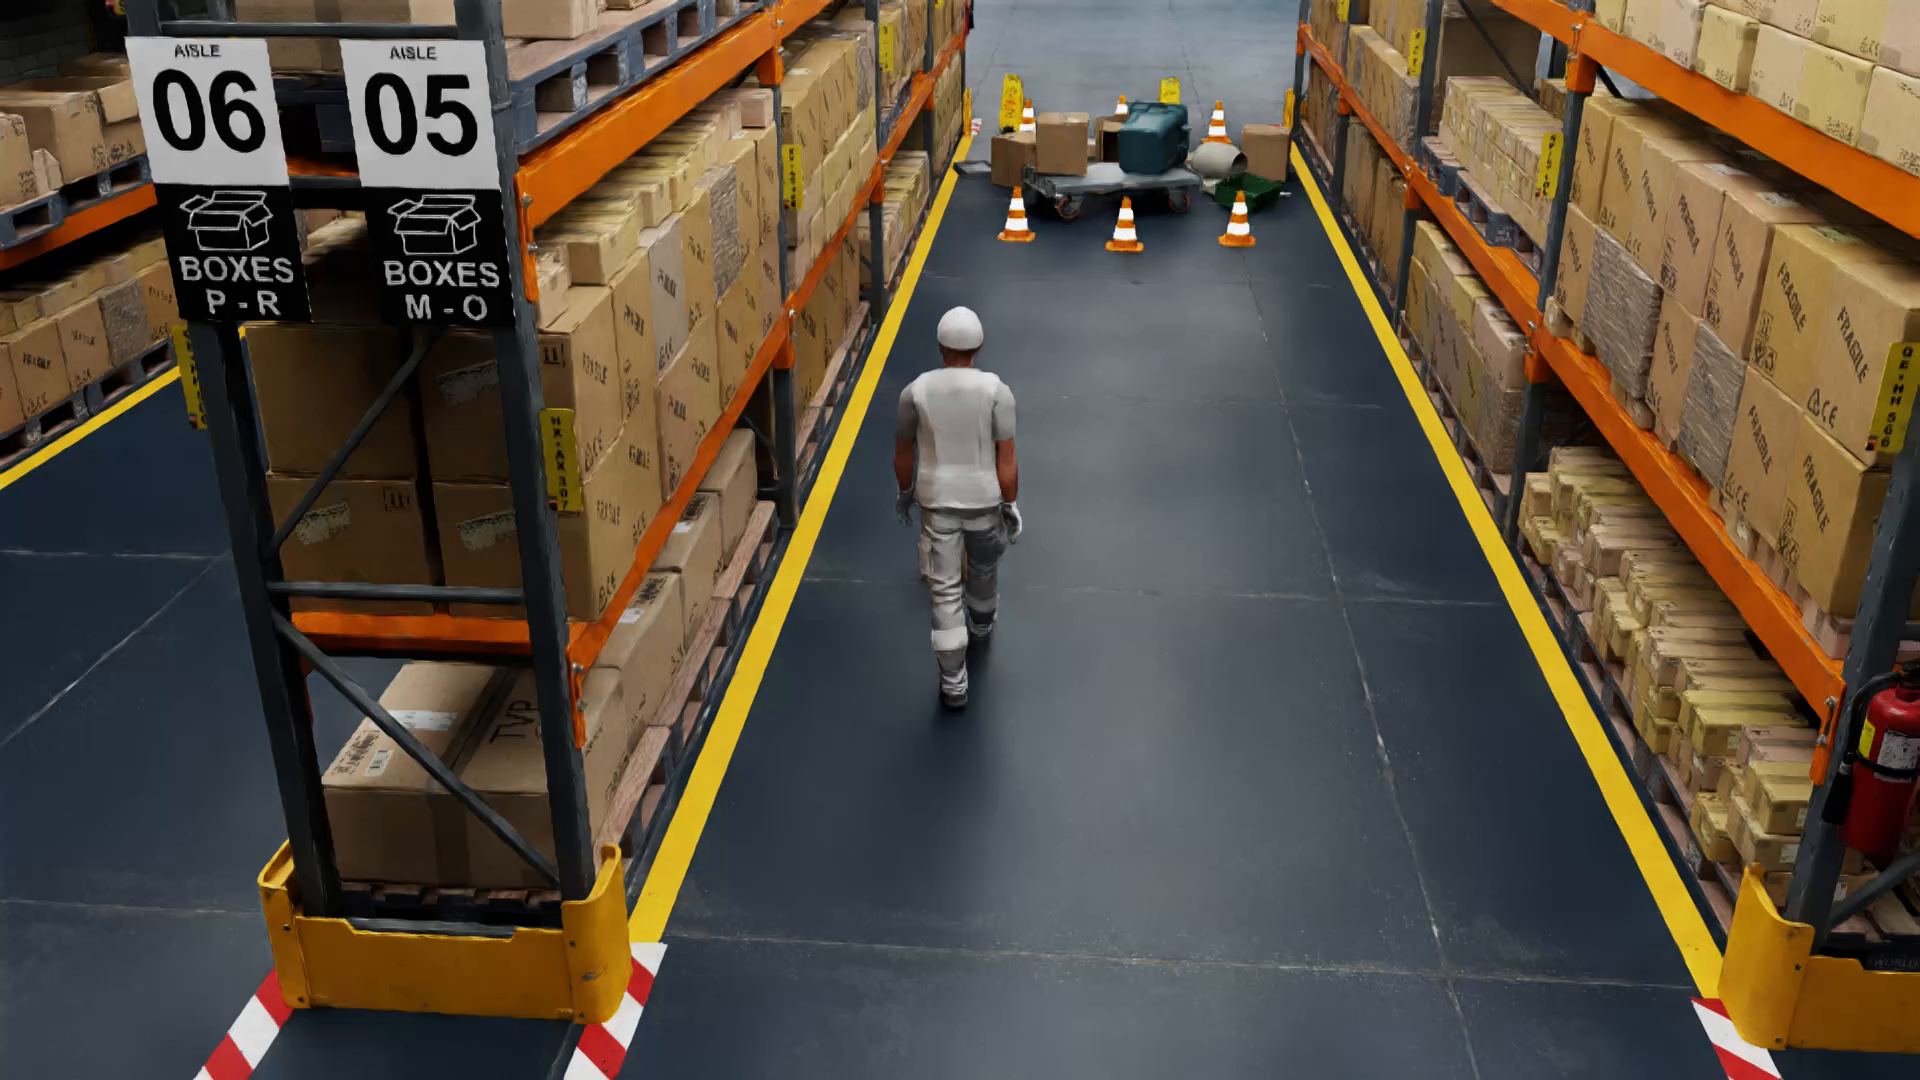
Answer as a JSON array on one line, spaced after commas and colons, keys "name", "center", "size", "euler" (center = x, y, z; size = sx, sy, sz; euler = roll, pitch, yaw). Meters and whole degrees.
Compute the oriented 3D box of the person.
[{"name": "person", "center": [-0.012, -0.220, 7.548], "size": [0.570, 1.751, 0.888], "euler": [-1, 24, -1]}]
